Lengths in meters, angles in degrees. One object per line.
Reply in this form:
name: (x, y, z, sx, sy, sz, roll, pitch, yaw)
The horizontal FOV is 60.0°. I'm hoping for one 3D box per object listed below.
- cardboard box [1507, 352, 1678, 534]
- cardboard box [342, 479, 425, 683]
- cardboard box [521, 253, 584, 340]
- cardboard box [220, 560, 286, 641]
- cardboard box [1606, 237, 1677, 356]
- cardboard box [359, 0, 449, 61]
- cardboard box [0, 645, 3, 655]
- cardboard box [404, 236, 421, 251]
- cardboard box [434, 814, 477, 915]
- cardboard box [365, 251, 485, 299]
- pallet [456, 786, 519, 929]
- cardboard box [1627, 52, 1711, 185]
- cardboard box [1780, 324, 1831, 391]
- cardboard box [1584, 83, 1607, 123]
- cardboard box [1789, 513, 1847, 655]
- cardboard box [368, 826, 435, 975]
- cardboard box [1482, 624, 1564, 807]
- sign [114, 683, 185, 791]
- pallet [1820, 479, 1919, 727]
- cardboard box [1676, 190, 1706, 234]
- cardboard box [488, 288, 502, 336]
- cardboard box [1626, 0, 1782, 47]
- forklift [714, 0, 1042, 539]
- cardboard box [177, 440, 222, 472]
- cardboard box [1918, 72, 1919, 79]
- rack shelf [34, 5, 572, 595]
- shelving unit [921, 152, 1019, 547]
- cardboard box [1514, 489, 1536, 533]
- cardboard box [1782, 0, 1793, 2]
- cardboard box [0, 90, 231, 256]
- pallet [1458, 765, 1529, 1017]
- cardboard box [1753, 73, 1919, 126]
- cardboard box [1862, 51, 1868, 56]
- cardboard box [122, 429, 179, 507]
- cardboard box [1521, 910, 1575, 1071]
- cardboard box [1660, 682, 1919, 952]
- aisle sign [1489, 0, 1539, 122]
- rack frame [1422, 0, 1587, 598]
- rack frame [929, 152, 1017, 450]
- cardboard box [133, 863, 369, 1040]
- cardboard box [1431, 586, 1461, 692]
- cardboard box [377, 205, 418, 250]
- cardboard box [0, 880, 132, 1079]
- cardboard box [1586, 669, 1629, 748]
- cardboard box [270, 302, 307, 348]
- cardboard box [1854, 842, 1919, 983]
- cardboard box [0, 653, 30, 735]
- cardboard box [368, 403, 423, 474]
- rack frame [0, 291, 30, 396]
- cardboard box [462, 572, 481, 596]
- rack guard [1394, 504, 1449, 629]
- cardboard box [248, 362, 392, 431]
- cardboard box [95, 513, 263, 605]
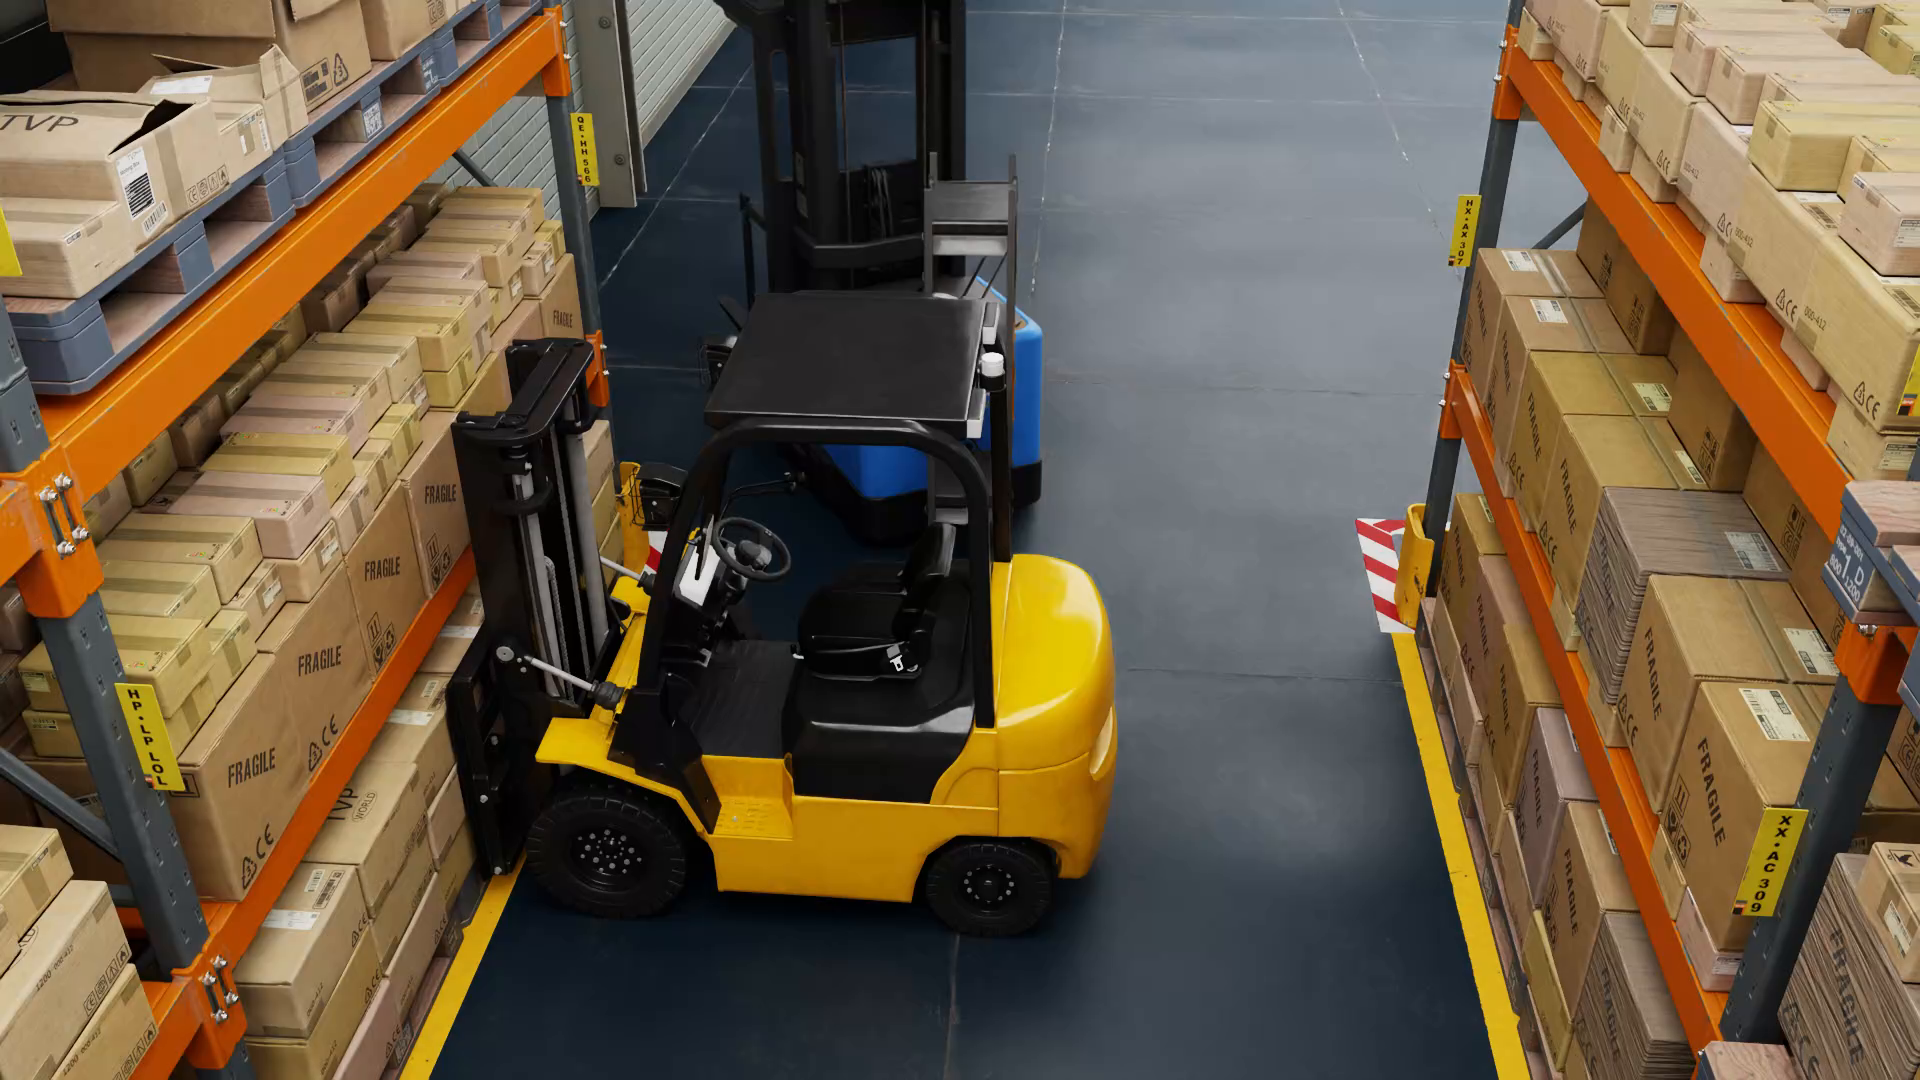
cardboard box: (2.350, -0.351, 6.082, 0.500, 0.500, 0.500, 2, 32, 3)
cardboard box: (-2.167, 0.125, 5.593, 0.500, 0.500, 0.500, 2, 32, 3)
cardboard box: (-1.982, -0.939, 7.320, 0.500, 0.500, 0.500, 2, 32, 3)
cardboard box: (-2.228, 0.179, 4.886, 0.380, 0.149, 0.250, 2, 32, 4)
cardboard box: (2.872, -1.009, 6.197, 0.700, 0.500, 0.500, 3, 32, 4)
cardboard box: (-2.179, -1.933, 5.577, 0.700, 0.500, 0.500, 3, 32, 4)
cardboard box: (-2.804, 0.301, 4.405, 0.380, 0.149, 0.250, 3, 32, 4)
cardboard box: (-2.446, -1.186, 7.102, 0.380, 0.149, 0.250, 2, 32, 4)
cardboard box: (-2.107, 1.144, 6.255, 0.500, 0.250, 0.500, 3, 32, 5)
cardboard box: (-2.100, -1.019, 6.547, 0.380, 0.149, 0.250, 3, 32, 4)
pallet: (-2.326, 1.060, 6.829, 1.003, 0.211, 1.213, 2, 32, 4)
cardboard box: (2.308, -1.242, 4.907, 0.500, 0.250, 0.500, 3, 32, 5)
cardboard box: (2.245, -0.475, 4.042, 0.380, 0.149, 0.250, 3, 32, 4)
cardboard box: (2.410, -1.557, 5.798, 0.380, 0.149, 0.250, 2, 32, 4)
cardboard box: (2.734, 0.055, 4.470, 0.700, 0.500, 0.500, 3, 32, 4)
cardboard box: (-2.143, 1.202, 5.684, 0.500, 0.250, 0.500, 2, 32, 4)
cardboard box: (2.314, 0.675, 6.301, 0.500, 0.500, 0.500, 3, 32, 5)
sign: (-1.987, 0.485, 4.075, 0.100, 0.325, 0.005, 2, 32, 4)
pallet: (2.262, 0.258, 2.793, 1.213, 0.211, 1.003, 2, 32, 4)
cardboard box: (2.361, -1.016, 4.920, 0.380, 0.149, 0.250, 2, 32, 4)
cardboard box: (-2.057, -0.894, 6.627, 0.380, 0.149, 0.250, 2, 32, 4)
cardboard box: (2.303, -1.632, 5.160, 0.380, 0.149, 0.250, 3, 32, 5)
forklift: (-0.643, -2.007, 9.212, 1.130, 2.935, 3.031, -14, 34, -21)
cardboard box: (-2.658, -0.246, 5.577, 0.380, 0.149, 0.250, 2, 32, 3)
cardboard box: (2.821, -1.207, 4.470, 0.380, 0.149, 0.250, 2, 32, 3)
rack shelf: (-2.366, -1.090, 5.486, 1.077, 0.370, 4.000, 2, 32, 4)
shelving unit: (0.052, -0.754, 7.971, 0.431, 2.100, 0.503, 1, 32, 2)
cardboard box: (2.347, -0.144, 6.364, 0.380, 0.149, 0.250, 3, 32, 5)
cardboard box: (2.850, -1.750, 5.350, 0.380, 0.149, 0.250, 2, 32, 4)
cardboard box: (-2.218, -0.959, 4.177, 0.500, 0.311, 0.500, 3, 32, 5)
pallet: (2.535, 1.331, 6.389, 1.003, 0.211, 1.213, 2, 32, 4)
cardboard box: (2.296, -1.094, 4.286, 0.380, 0.149, 0.250, 2, 32, 3)
cardboard box: (2.892, -1.481, 5.295, 0.500, 0.250, 0.500, 3, 32, 5)
cardboard box: (-2.735, -0.236, 5.276, 0.380, 0.149, 0.250, 2, 32, 3)
cardboard box: (2.232, 1.529, 5.631, 0.500, 0.250, 0.500, 2, 32, 3)
cardboard box: (2.207, 0.724, 4.337, 0.500, 0.500, 0.500, 2, 32, 3)
aisle sign: (2.440, -2.108, 6.833, 0.394, 0.787, 0.004, 2, 32, 4)
rack frame: (2.744, -0.955, 7.441, 1.000, 3.000, 0.127, 2, 32, 4)
rack frame: (0.060, -0.881, 8.179, 0.400, 2.100, 0.015, 1, 32, 2)
cardboard box: (-2.177, 1.253, 5.125, 0.500, 0.250, 0.500, 2, 32, 3)
cardboard box: (2.403, 0.447, 7.387, 0.500, 0.250, 0.500, 2, 32, 4)
cardboard box: (-2.528, -1.308, 7.016, 0.380, 0.149, 0.250, 4, 32, 6)
cardboard box: (-2.314, 1.045, 3.862, 0.500, 0.250, 0.500, 2, 32, 3)
cardboard box: (2.220, 0.531, 5.269, 0.380, 0.149, 0.250, 2, 32, 3)
cardboard box: (-2.657, -0.769, 6.142, 0.380, 0.149, 0.250, 2, 32, 3)
cardboard box: (2.028, 0.743, 3.288, 0.380, 0.149, 0.250, 2, 32, 4)
cardboard box: (-2.759, 0.429, 4.482, 0.380, 0.149, 0.250, 2, 32, 4)
cardboard box: (-2.095, -0.355, 5.754, 0.380, 0.149, 0.250, 2, 32, 3)
rack frame: (-2.529, -1.628, 2.814, 1.000, 3.000, 0.127, 2, 32, 4)
cardboard box: (-1.997, 0.187, 6.856, 0.500, 0.250, 0.500, 3, 32, 5)
rack guard: (2.738, 0.149, 8.032, 1.175, 0.500, 0.348, 2, 32, 4)
cardboard box: (-2.179, -0.481, 5.674, 0.380, 0.149, 0.250, 3, 32, 4)
cardboard box: (-2.264, 0.053, 4.808, 0.380, 0.149, 0.250, 2, 32, 3)
